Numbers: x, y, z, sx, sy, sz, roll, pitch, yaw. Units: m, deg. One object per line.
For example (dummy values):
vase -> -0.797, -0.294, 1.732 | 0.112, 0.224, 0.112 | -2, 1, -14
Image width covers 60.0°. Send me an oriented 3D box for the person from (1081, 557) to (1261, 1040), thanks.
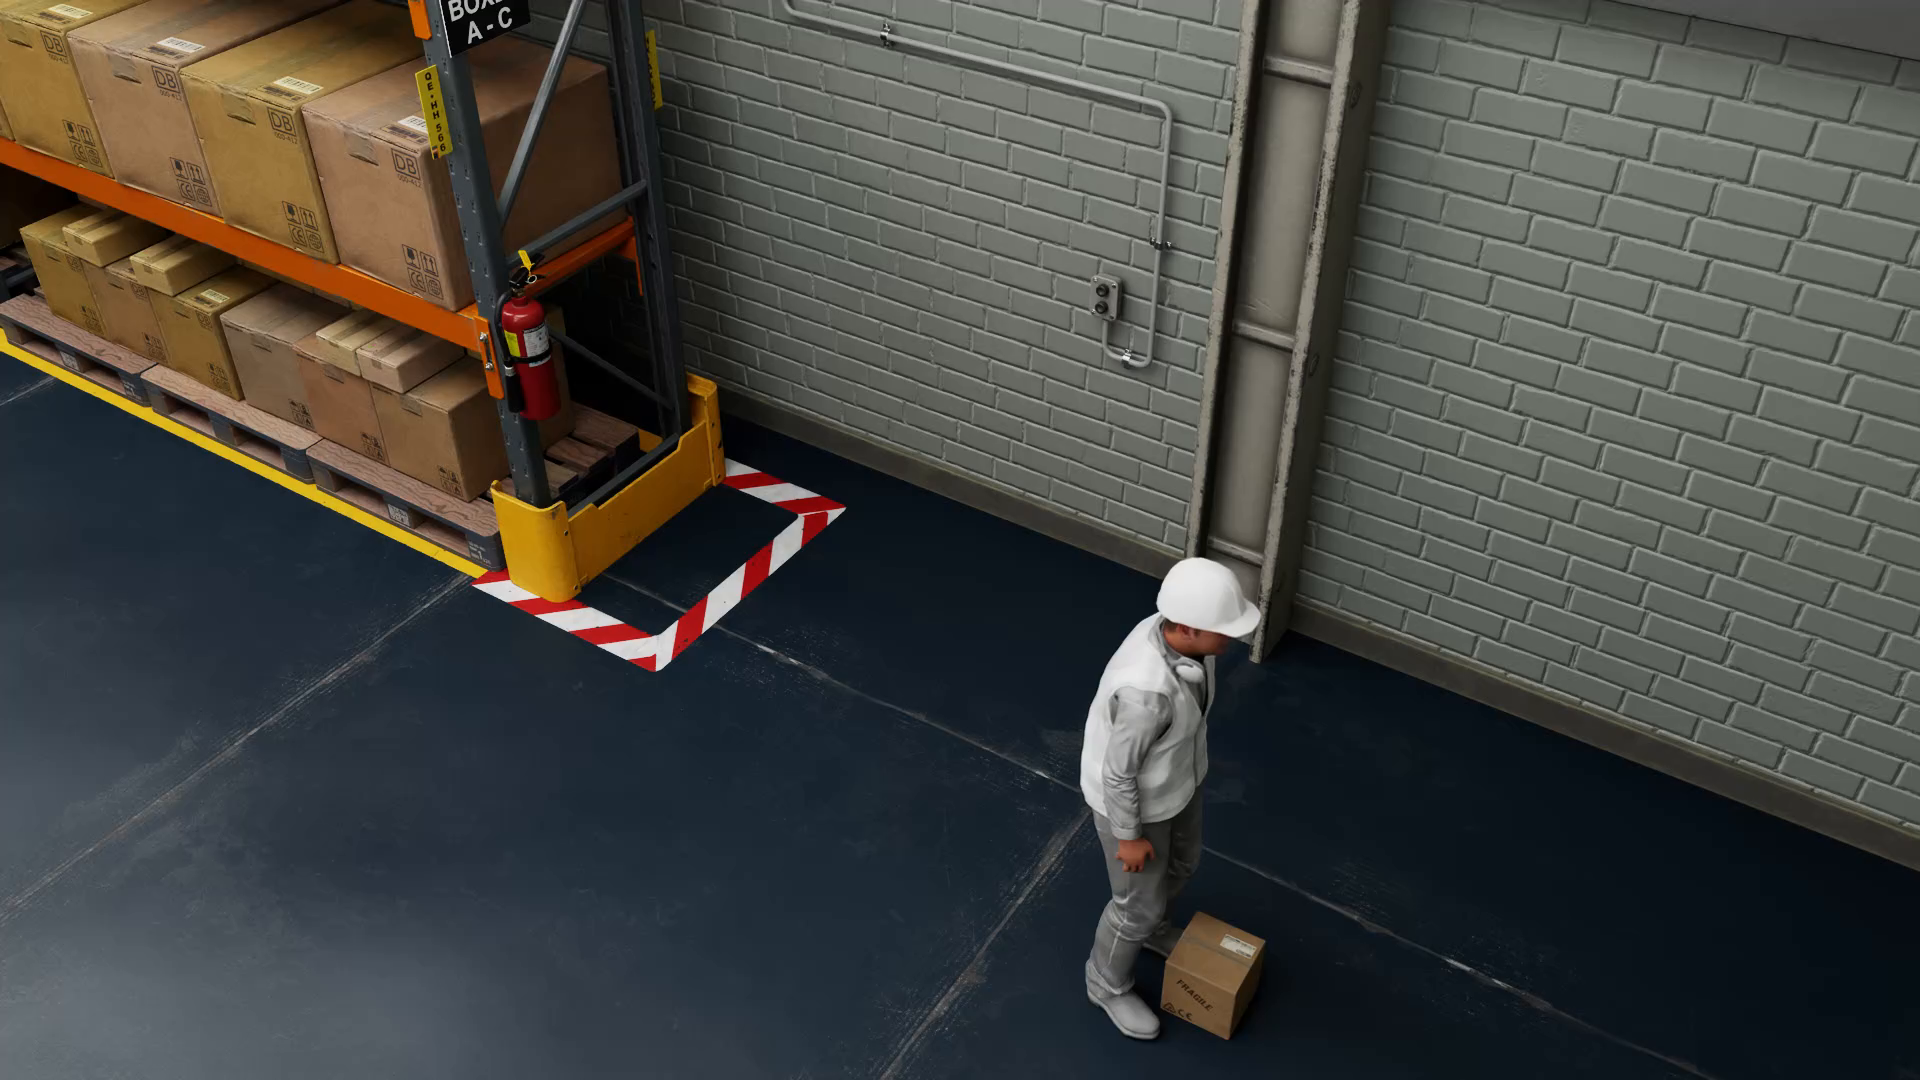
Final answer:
person -> 0.615, 0.762, 5.163 | 0.465, 1.769, 0.582 | 19, 42, 23
